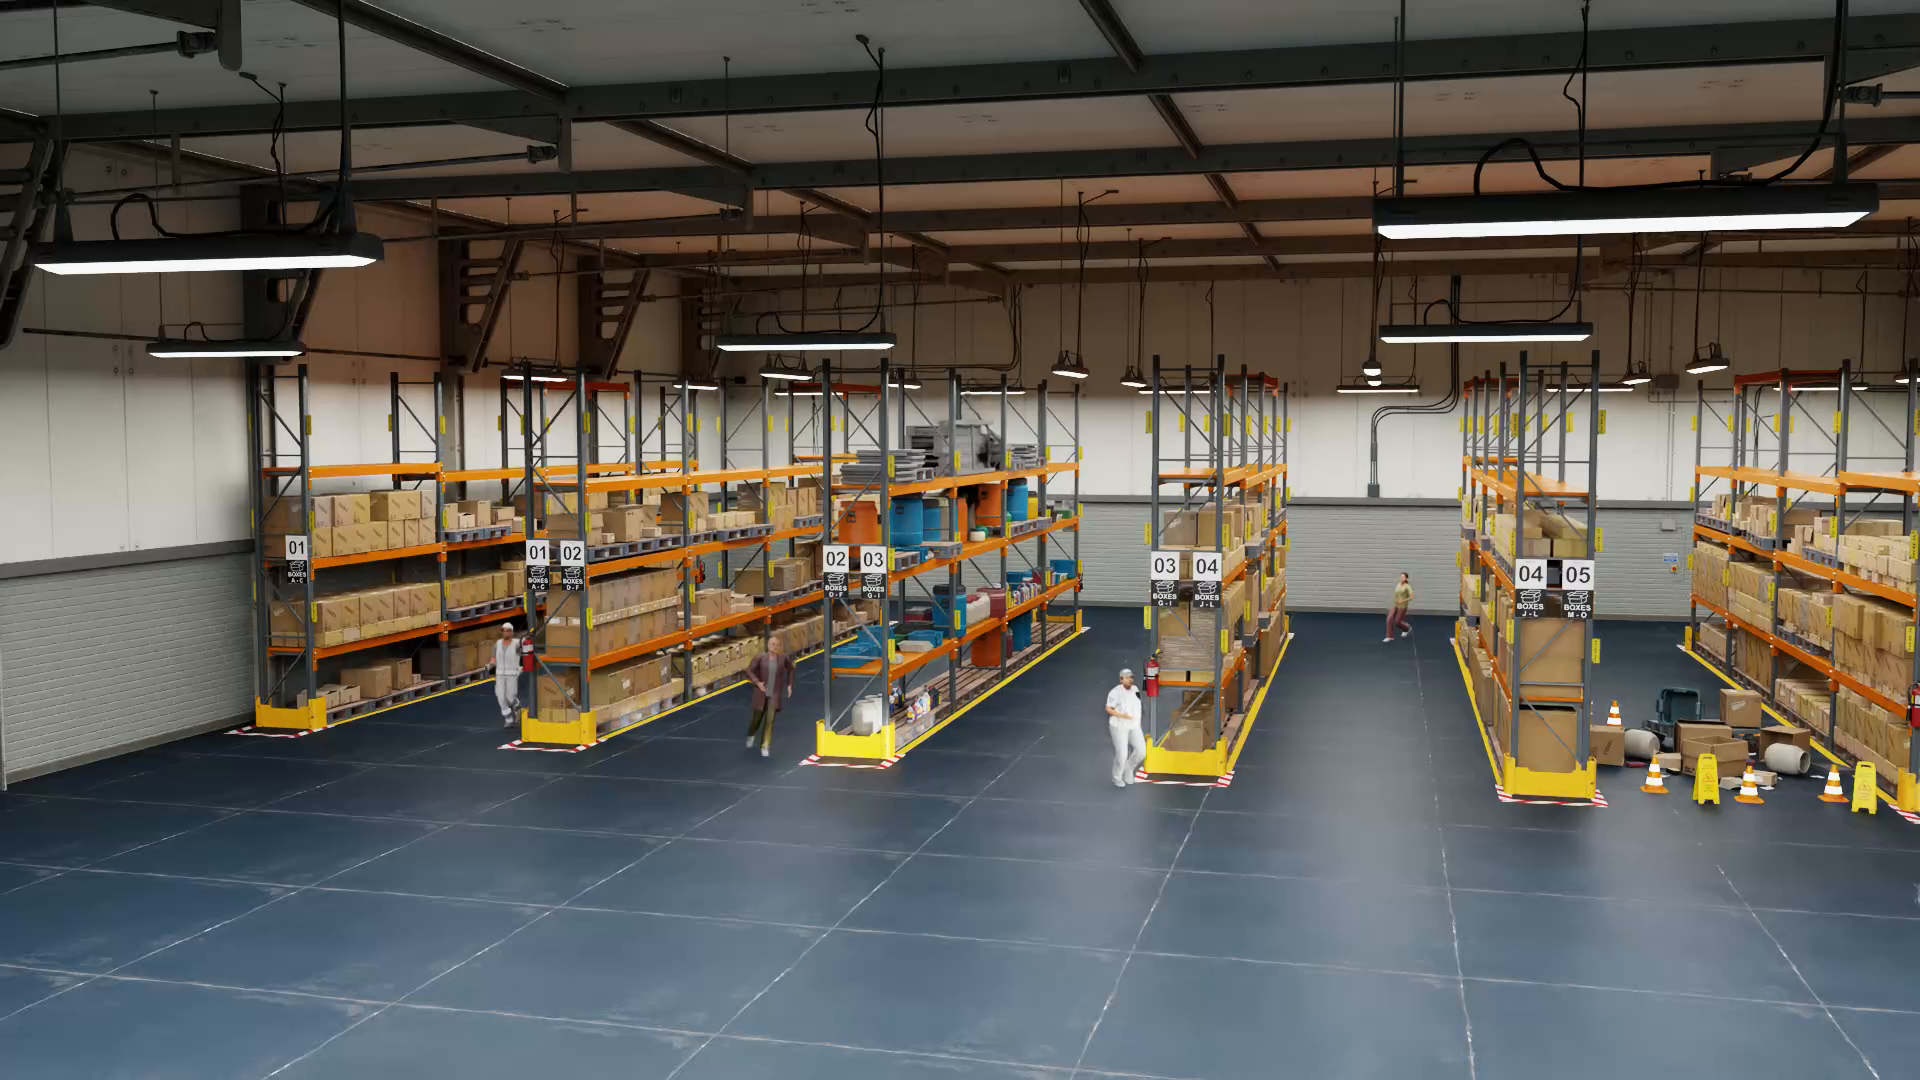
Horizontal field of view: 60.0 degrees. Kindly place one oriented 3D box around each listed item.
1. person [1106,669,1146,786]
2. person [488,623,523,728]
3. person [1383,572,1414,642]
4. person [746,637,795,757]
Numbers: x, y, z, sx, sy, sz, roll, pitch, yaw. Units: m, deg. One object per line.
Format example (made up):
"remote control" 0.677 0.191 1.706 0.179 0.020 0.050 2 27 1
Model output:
"person" 2.327 2.594 22.983 0.603 1.632 0.553 -2 4 -24
"person" -7.463 2.237 27.415 0.649 1.739 0.601 1 4 8
"person" 10.209 1.549 38.403 0.803 1.631 0.619 -3 5 -33
"person" -2.888 2.361 25.423 0.766 1.759 0.950 -1 4 -13
